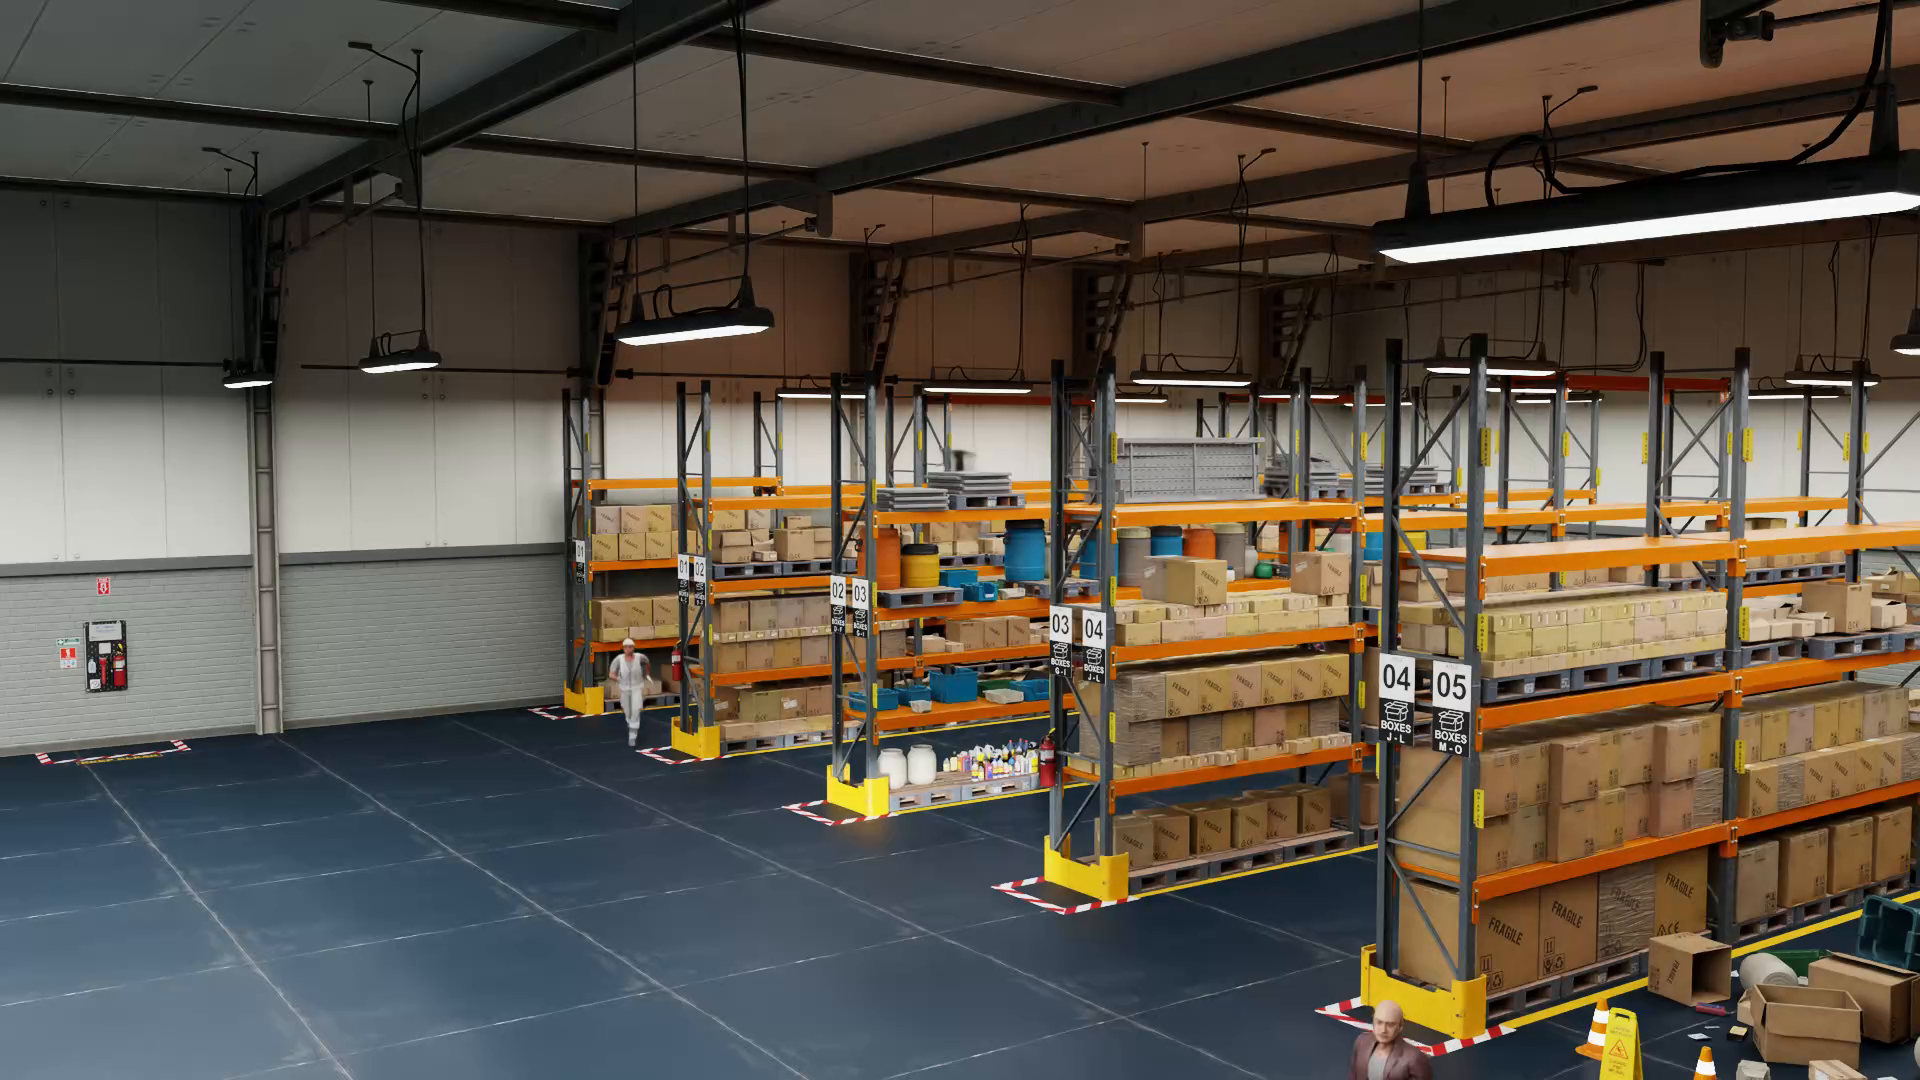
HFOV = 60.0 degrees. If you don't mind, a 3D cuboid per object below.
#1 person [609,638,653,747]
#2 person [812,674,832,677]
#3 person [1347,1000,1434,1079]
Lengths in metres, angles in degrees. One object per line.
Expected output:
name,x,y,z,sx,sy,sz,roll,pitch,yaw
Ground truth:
person,-5.450,2.492,27.624,0.696,1.763,1.021,0,4,-4
person,-2.481,2.416,30.340,0.571,1.620,0.856,3,5,43
person,2.628,3.648,10.264,0.705,1.716,0.879,3,5,41
